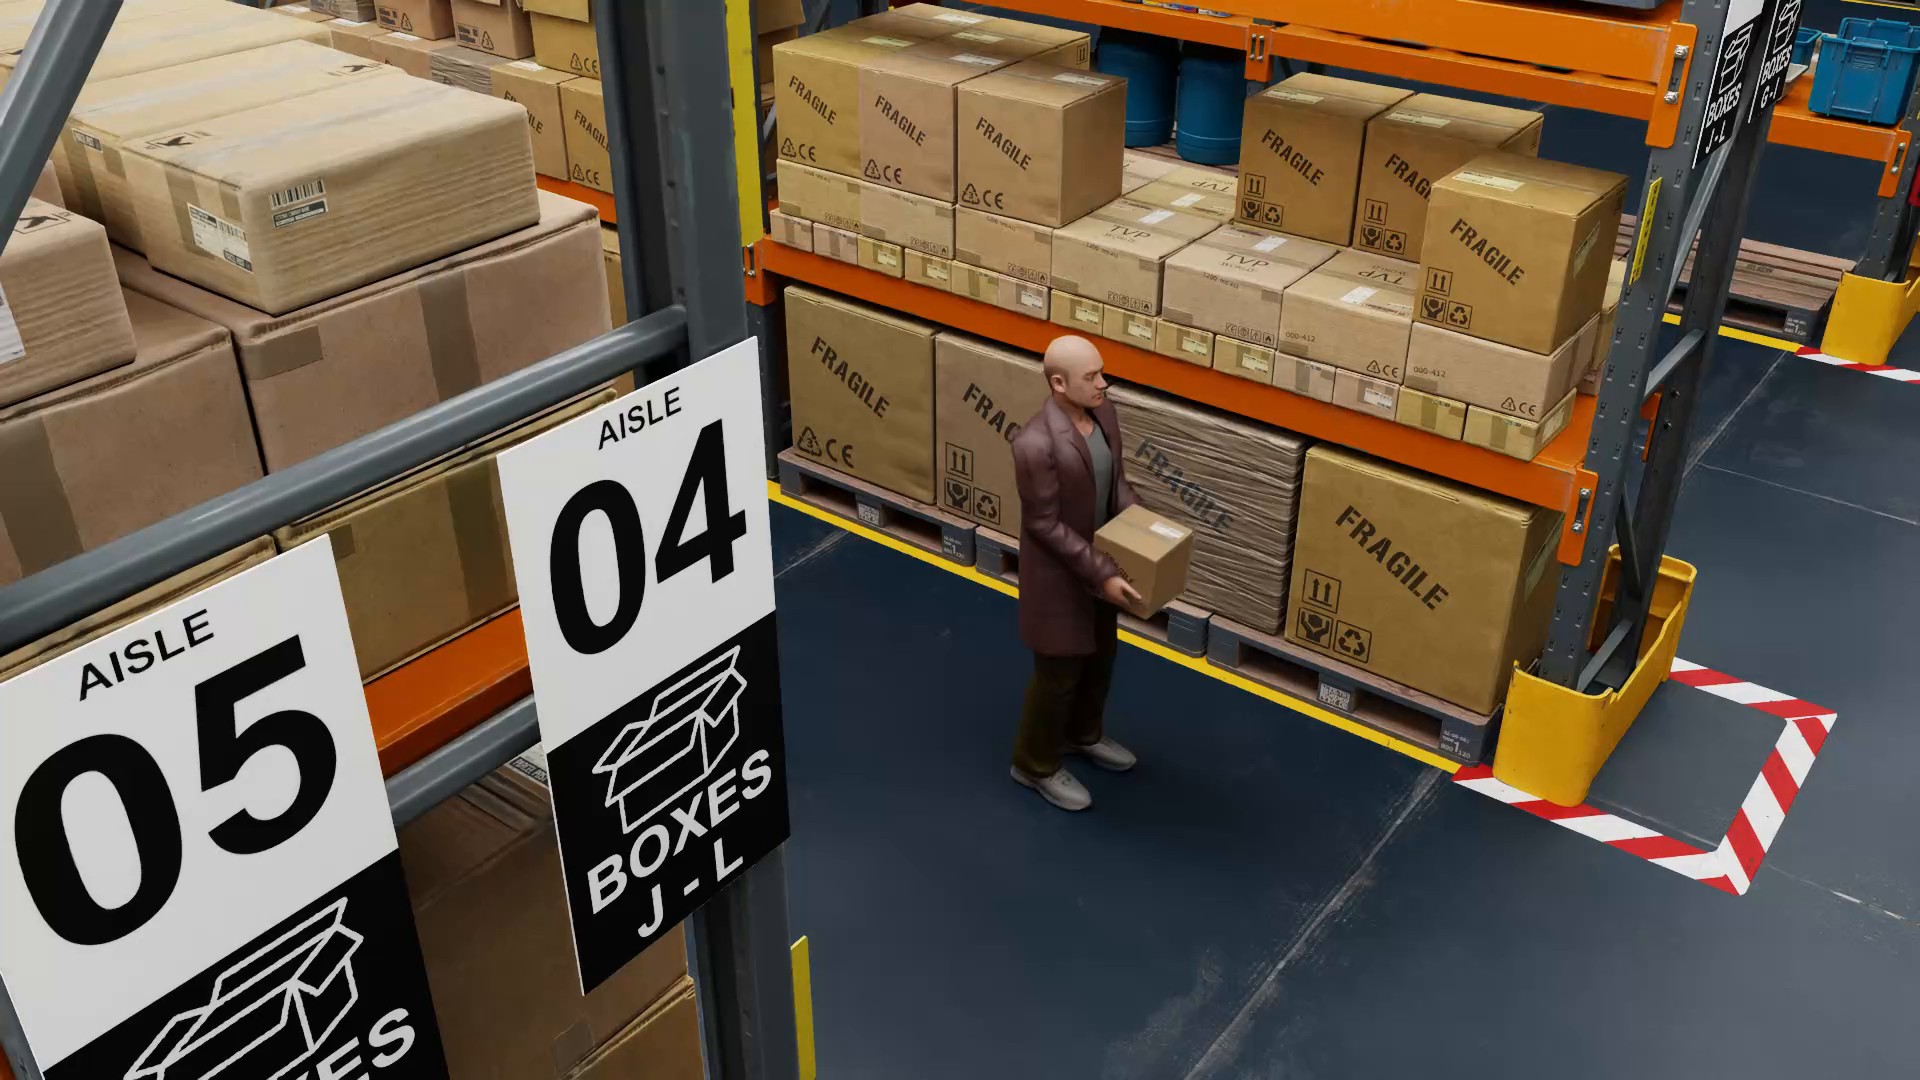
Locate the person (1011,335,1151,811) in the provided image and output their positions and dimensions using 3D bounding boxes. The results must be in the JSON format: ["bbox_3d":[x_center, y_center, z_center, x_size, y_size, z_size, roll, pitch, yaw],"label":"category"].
[{"bbox_3d":[0.476,0.143,5.897,0.535,1.780,0.536,21,36,31],"label":"person"}]
